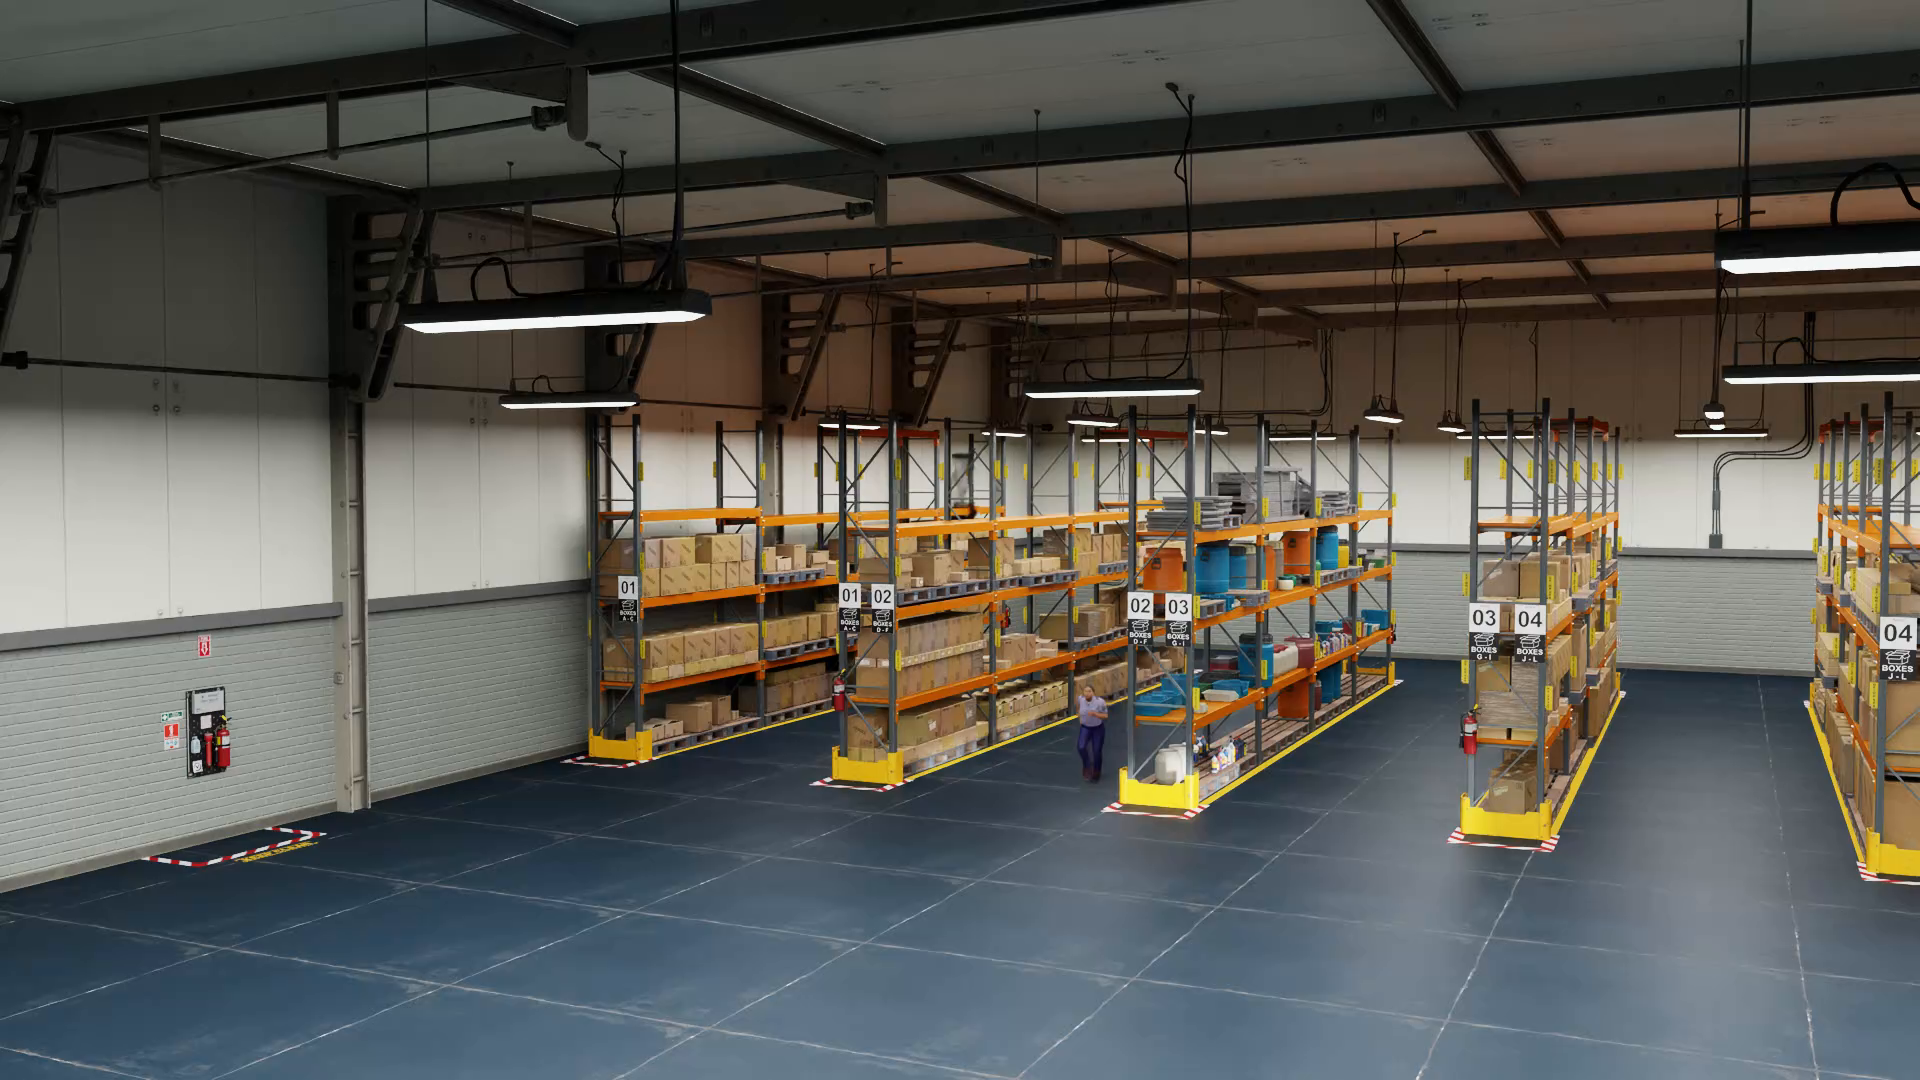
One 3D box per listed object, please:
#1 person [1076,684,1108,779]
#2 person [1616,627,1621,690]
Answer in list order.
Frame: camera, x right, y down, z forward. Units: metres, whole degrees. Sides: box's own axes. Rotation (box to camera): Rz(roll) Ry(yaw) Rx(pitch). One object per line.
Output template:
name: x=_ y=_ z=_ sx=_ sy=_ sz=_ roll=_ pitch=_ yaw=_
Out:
person: x=2.116 y=3.089 z=26.844 sx=0.585 sy=1.571 sz=0.844 roll=1 pitch=2 yaw=17
person: x=15.028 y=2.603 z=38.645 sx=0.618 sy=1.683 sz=1.015 roll=-1 pitch=2 yaw=-14
